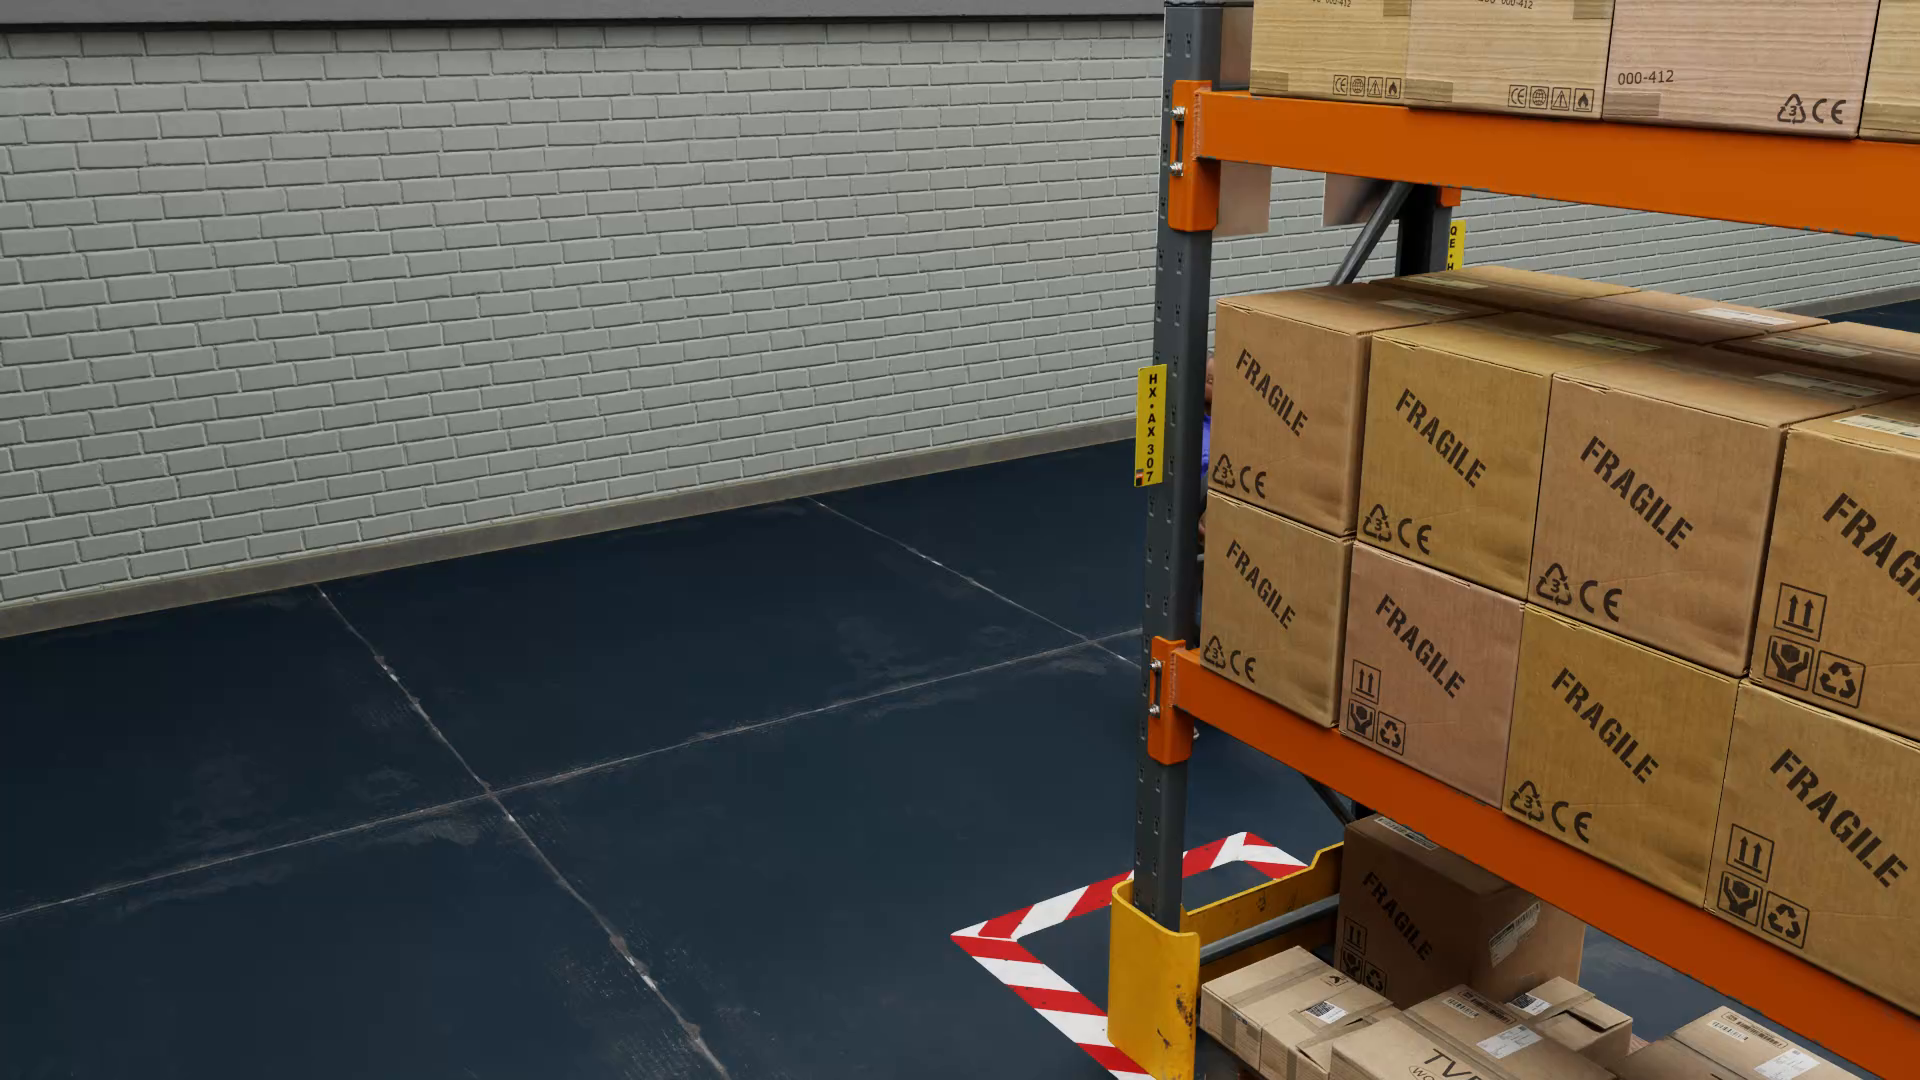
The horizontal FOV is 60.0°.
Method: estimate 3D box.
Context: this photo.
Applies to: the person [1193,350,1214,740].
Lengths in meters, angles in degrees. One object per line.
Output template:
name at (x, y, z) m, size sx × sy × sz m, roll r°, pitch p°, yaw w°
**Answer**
person at (1.049, 0.034, 6.978) m, size 0.451 × 1.650 × 0.512 m, roll -11°, pitch 21°, yaw -30°
